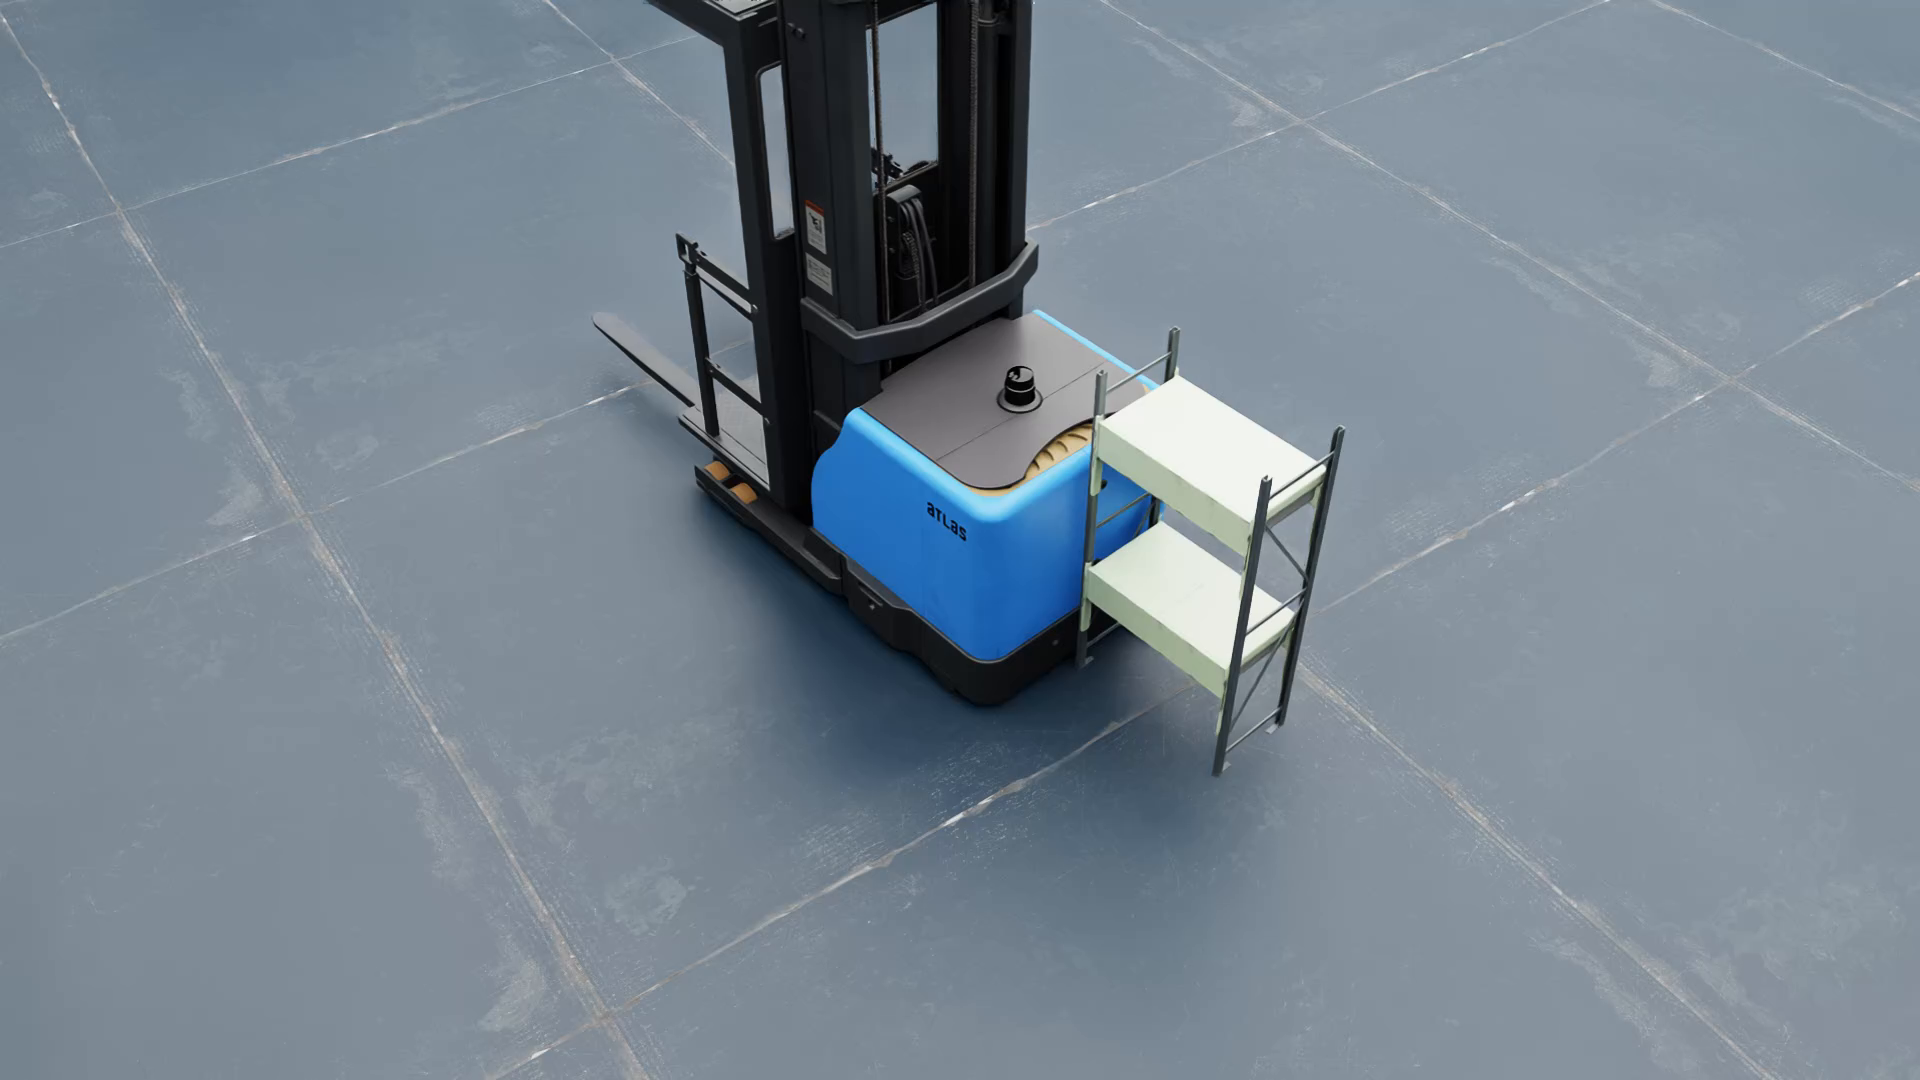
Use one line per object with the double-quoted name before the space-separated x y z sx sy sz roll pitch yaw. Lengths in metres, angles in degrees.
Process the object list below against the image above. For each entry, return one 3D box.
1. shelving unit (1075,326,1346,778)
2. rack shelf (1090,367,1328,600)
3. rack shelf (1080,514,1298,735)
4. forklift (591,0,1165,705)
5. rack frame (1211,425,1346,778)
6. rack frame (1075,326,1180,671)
"shelving unit" 0.865 0.074 6.078 0.431 1.500 0.755 -32 52 -29
"rack shelf" 0.865 -0.209 5.808 0.431 0.370 0.720 -32 52 -29
"rack shelf" 0.865 0.309 6.303 0.431 0.370 0.720 -32 52 -29
"forklift" -0.526 -1.356 6.539 1.130 2.935 3.031 -32 52 -29
"rack frame" 1.110 0.261 5.881 0.400 1.500 0.023 -32 52 -29
"rack frame" 0.620 -0.114 6.275 0.400 1.500 0.023 -32 52 -29
